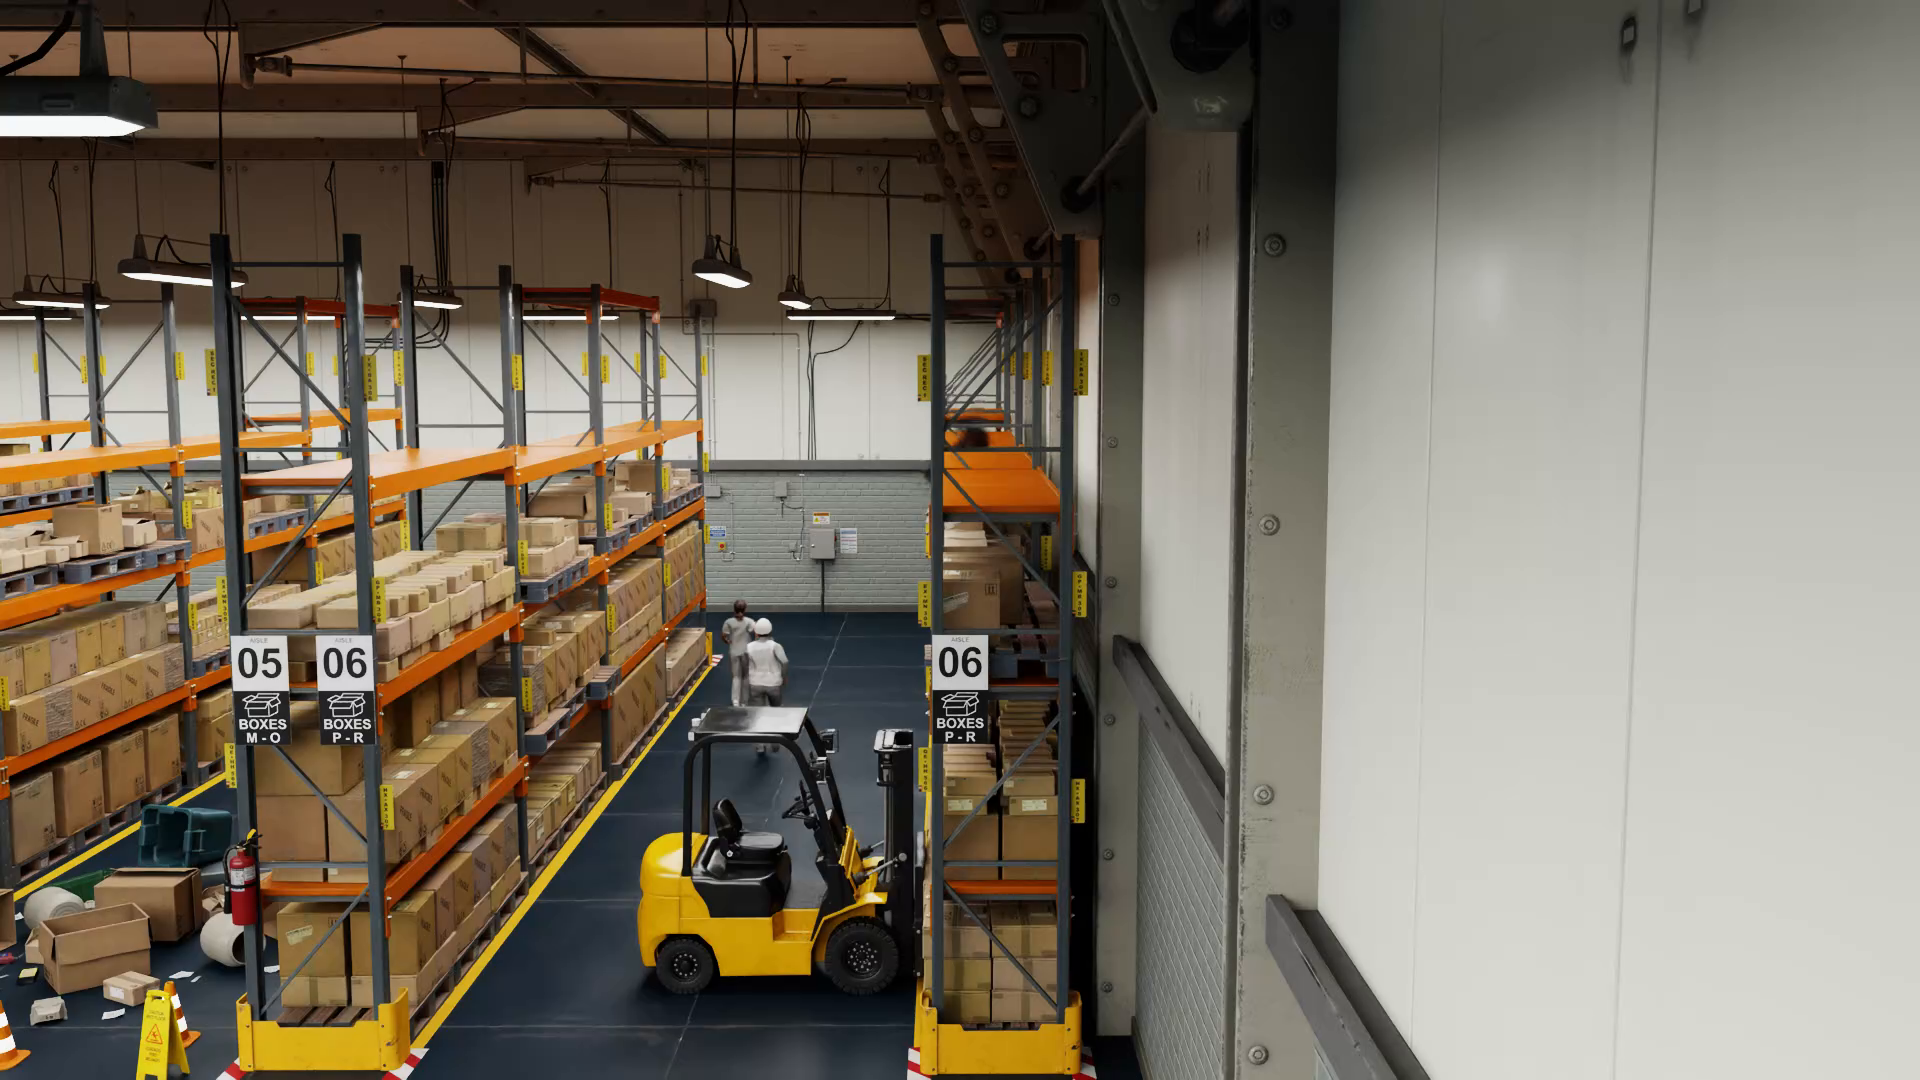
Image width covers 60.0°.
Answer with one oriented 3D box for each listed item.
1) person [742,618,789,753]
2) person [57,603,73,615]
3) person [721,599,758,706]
[{"bbox_3d":[-2.529,1.895,21.678,0.626,1.779,0.709,0,6,-2],"label":"person"},{"bbox_3d":[-12.923,1.722,24.027,0.503,1.630,0.694,-1,6,-6],"label":"person"},{"bbox_3d":[-3.165,1.716,24.031,0.581,1.698,0.874,0,6,-3],"label":"person"}]
